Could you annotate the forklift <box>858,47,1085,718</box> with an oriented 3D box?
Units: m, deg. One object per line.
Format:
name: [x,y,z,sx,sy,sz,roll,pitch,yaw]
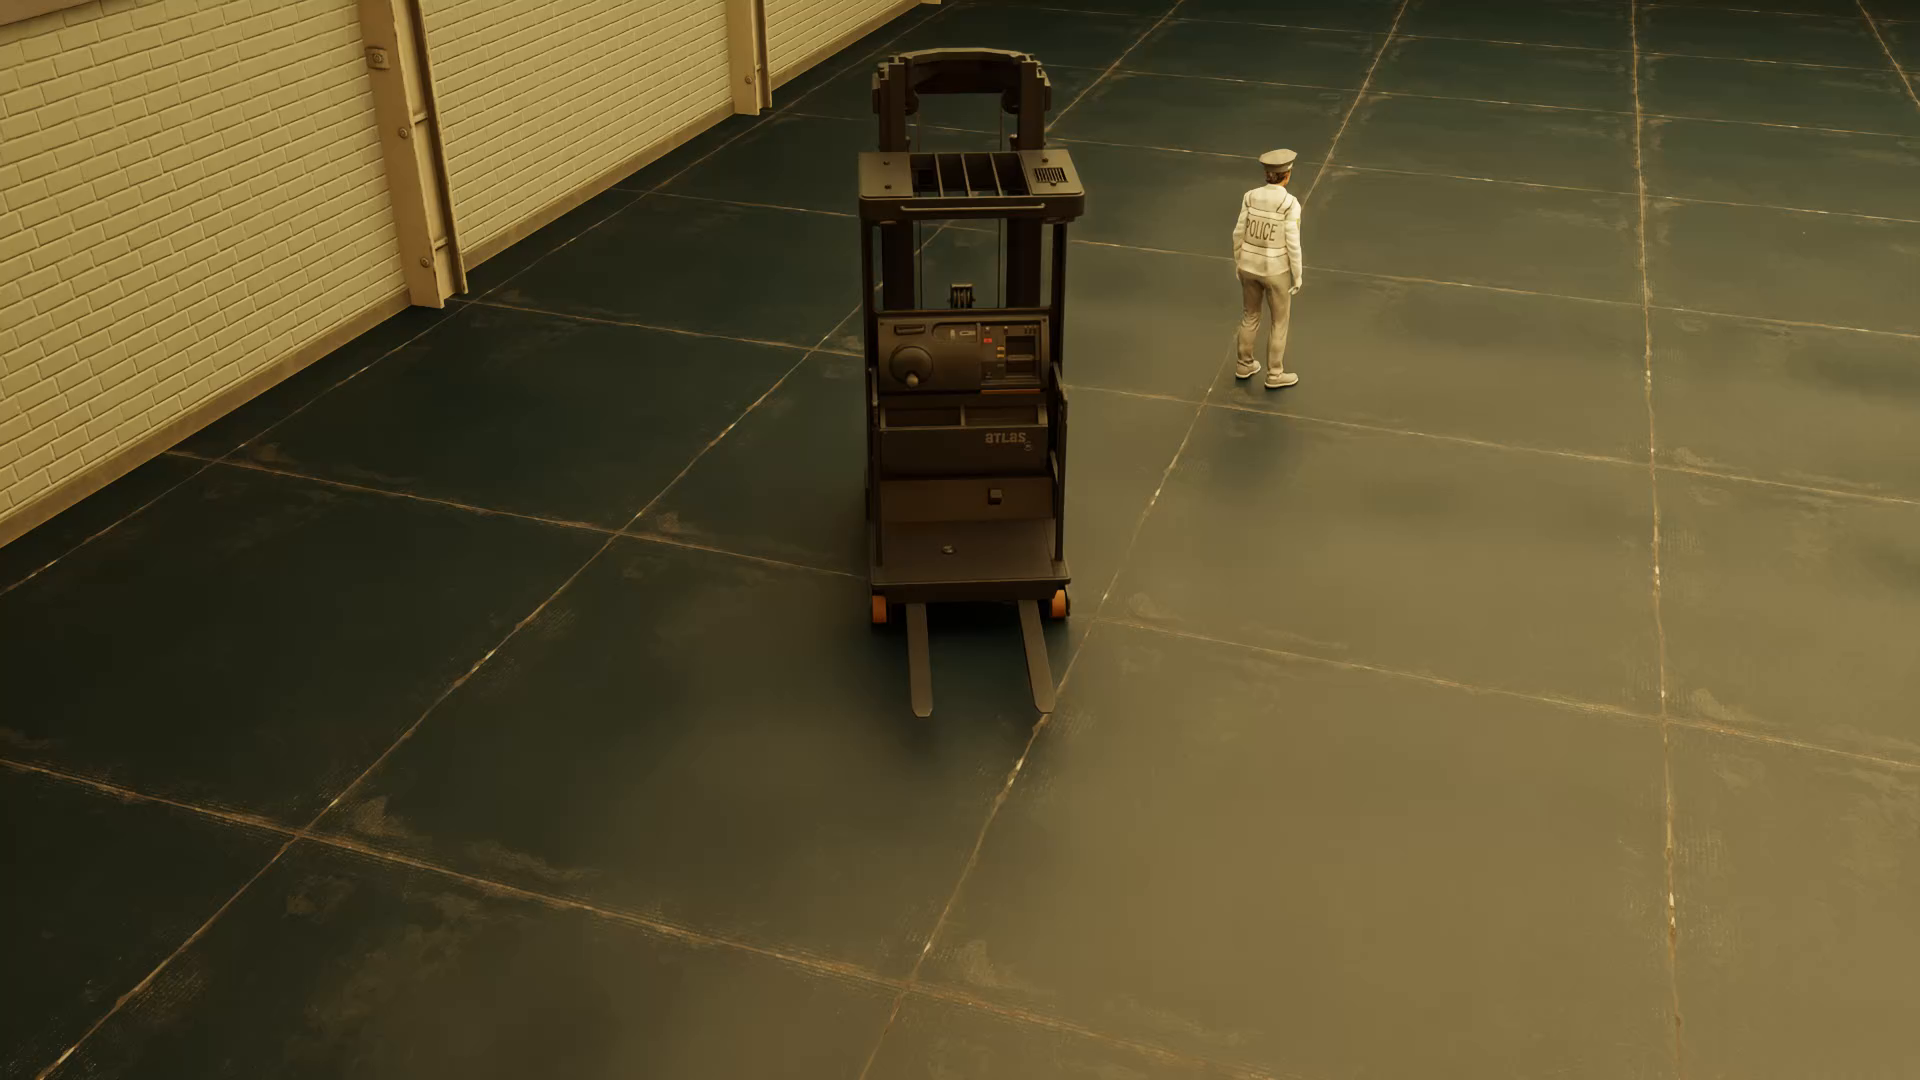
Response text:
forklift: [0.035,-0.972,8.842,1.130,2.935,3.031,-2,30,-3]

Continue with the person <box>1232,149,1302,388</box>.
person: [2.175,-1.906,11.763,0.543,1.662,0.376,23,37,34]
